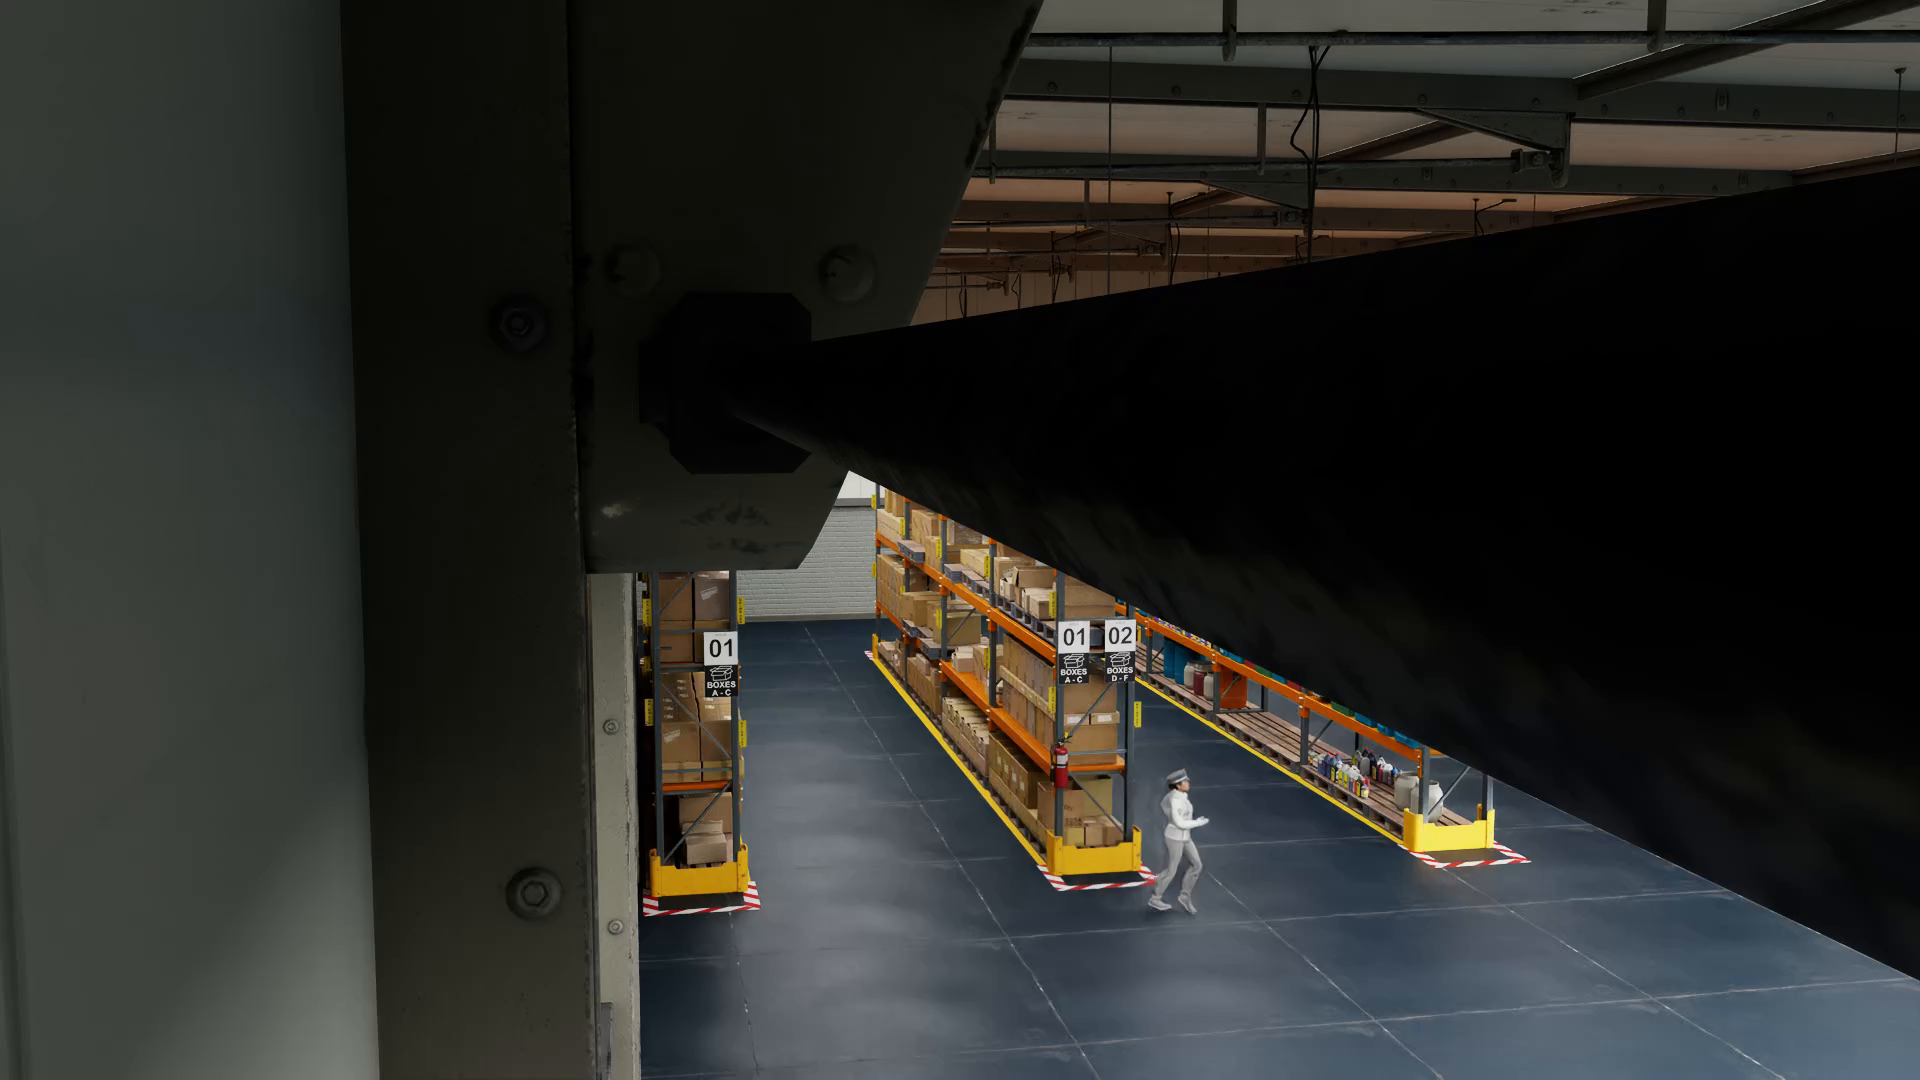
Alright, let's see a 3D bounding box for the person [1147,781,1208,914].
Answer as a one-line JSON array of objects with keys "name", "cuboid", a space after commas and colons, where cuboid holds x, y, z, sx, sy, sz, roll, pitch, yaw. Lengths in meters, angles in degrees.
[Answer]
[{"name": "person", "cuboid": [2.560, 3.531, 19.385, 0.694, 1.697, 0.454, 2, 6, 19]}]
